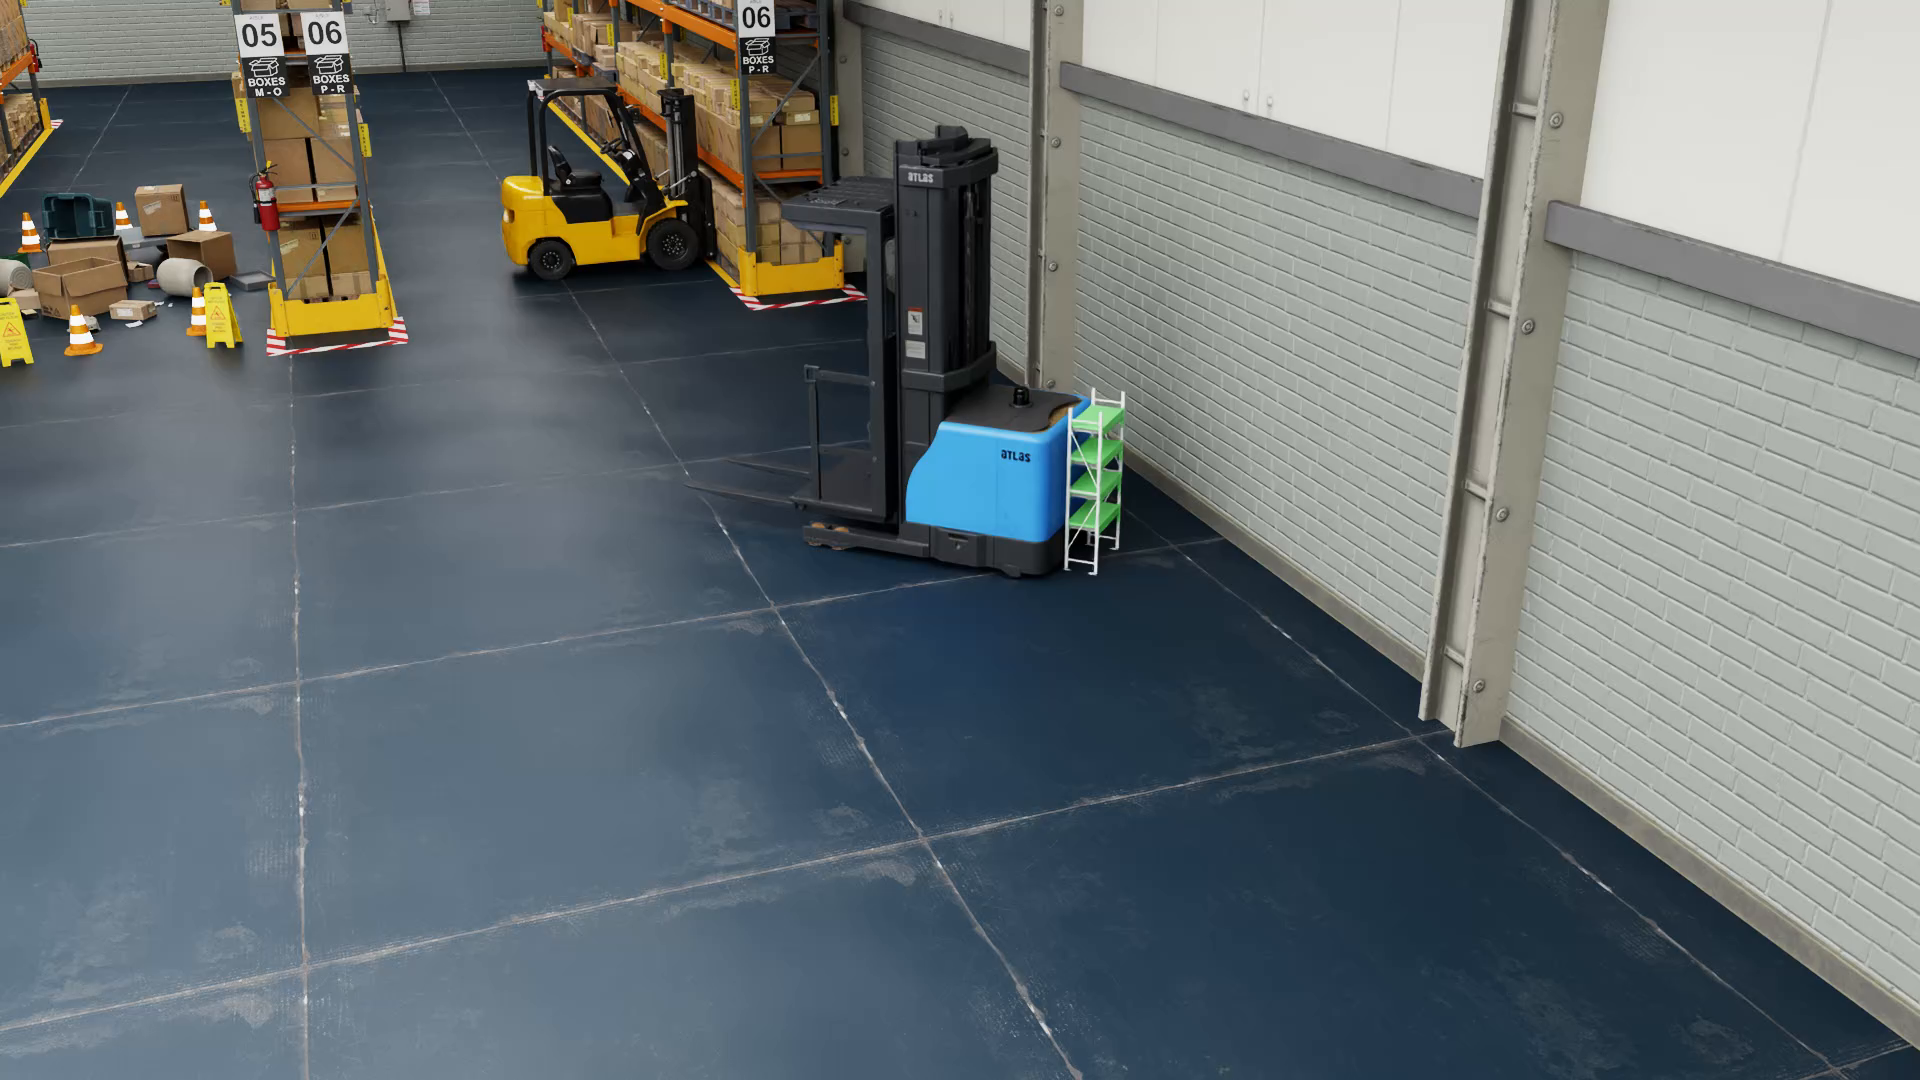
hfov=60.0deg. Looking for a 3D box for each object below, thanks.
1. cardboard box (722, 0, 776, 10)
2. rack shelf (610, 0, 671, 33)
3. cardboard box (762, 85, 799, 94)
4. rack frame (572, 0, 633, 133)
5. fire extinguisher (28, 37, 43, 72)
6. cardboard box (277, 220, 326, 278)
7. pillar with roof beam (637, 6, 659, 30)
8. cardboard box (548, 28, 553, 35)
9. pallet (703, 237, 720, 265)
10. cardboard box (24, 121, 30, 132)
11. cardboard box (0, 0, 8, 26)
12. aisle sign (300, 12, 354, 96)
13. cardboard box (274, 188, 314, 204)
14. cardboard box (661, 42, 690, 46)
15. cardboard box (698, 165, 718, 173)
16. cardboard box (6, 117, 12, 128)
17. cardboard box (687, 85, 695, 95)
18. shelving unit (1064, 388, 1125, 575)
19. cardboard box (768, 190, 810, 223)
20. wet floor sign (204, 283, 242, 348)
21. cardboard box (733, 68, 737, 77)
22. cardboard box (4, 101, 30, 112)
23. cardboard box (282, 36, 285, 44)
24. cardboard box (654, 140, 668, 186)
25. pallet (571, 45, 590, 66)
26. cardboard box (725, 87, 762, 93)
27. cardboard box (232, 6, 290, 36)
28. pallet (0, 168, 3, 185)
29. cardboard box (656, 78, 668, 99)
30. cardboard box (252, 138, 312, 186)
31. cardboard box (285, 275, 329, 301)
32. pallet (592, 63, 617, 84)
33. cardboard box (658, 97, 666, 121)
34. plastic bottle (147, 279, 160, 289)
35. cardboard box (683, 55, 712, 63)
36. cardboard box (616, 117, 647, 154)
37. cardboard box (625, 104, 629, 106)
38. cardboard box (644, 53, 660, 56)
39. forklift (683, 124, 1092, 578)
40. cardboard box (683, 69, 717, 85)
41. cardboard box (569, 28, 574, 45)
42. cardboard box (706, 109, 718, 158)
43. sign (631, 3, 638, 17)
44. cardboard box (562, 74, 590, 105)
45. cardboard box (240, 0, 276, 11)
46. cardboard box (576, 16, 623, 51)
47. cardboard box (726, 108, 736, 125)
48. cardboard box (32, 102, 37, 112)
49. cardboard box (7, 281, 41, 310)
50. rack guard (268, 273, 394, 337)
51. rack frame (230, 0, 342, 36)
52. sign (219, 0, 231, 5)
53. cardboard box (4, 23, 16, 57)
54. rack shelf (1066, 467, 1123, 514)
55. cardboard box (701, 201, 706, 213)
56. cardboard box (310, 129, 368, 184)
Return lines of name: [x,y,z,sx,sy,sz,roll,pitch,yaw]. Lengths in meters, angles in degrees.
cardboard box: [-2.313,-6.072,18.135,0.500,0.500,0.500,-8,24,-17]
rack shelf: [-4.048,-7.508,23.265,1.077,0.370,4.000,-8,24,-19]
cardboard box: [-2.088,-5.196,19.369,0.380,0.149,0.250,-8,24,-19]
rack frame: [-6.168,-8.637,28.880,1.000,3.000,0.127,-8,24,-19]
fire extinguisher: [-16.476,-8.640,29.466,0.296,0.674,0.183,-8,24,-19]
cardboard box: [-7.098,-3.122,17.829,0.500,0.500,0.500,-8,24,-19]
pillar with roof beam: [-9.598,-11.188,27.208,9.100,9.000,0.400,-8,24,-19]
cardboard box: [-7.721,-9.818,32.005,0.380,0.149,0.250,-9,24,-19]
pallet: [-2.665,-3.707,20.773,1.003,0.211,1.213,-8,24,-19]
cardboard box: [-15.913,-6.948,28.003,0.380,0.149,0.250,-8,24,-18]
cardboard box: [-15.863,-8.641,27.089,0.500,0.500,0.500,-9,25,-21]
aisle sign: [-6.259,-4.813,16.459,0.394,0.787,0.004,-8,24,-19]
cardboard box: [-6.903,-3.585,17.218,0.380,0.149,0.250,-8,24,-17]
cardboard box: [-4.253,-7.359,24.883,0.380,0.149,0.250,-8,24,-18]
cardboard box: [-3.107,-4.532,20.854,0.500,0.250,0.500,-7,24,-17]
cardboard box: [-15.375,-6.655,26.541,0.380,0.149,0.250,-7,24,-16]
cardboard box: [-3.155,-5.543,20.576,0.380,0.149,0.250,-9,24,-20]
shelving unit: [0.947,-0.413,11.685,0.258,1.200,0.503,9,25,21]
cardboard box: [-1.921,-3.865,19.270,0.500,0.250,0.500,-9,24,-20]
wet floor sign: [-7.505,-2.294,16.862,0.267,0.644,0.232,0,23,-1]
cardboard box: [-2.643,-5.864,20.955,0.380,0.149,0.250,-9,24,-20]
cardboard box: [-15.970,-7.320,28.119,0.380,0.149,0.250,-7,24,-17]
cardboard box: [-7.139,-5.140,17.043,0.380,0.149,0.250,-8,24,-17]
cardboard box: [-3.803,-5.301,23.481,0.875,0.625,0.625,-9,24,-20]
pallet: [-5.988,-8.243,28.193,1.003,0.211,1.213,-8,24,-19]
cardboard box: [-2.505,-5.138,19.231,0.380,0.149,0.250,-8,24,-19]
cardboard box: [-7.004,-5.194,16.659,0.500,0.250,0.500,-9,24,-20]
pallet: [-14.694,-5.227,24.380,1.003,0.211,1.213,-8,24,-19]
cardboard box: [-3.754,-6.035,22.256,0.500,0.250,0.500,-9,24,-20]
cardboard box: [-7.020,-3.937,17.217,0.500,0.500,0.500,-9,24,-20]
cardboard box: [-7.117,-2.787,17.999,0.500,0.250,0.500,-8,24,-19]
pallet: [-5.060,-7.332,26.031,1.213,0.211,1.003,-8,24,-19]
cardboard box: [-3.764,-5.809,22.362,0.500,0.250,0.500,-8,24,-18]
plastic bottle: [-9.283,-2.968,19.213,0.133,0.061,0.283,-4,23,-10]
cardboard box: [-3.666,-6.703,23.328,0.380,0.149,0.250,-9,24,-19]
cardboard box: [-5.105,-6.350,26.131,0.500,0.500,0.500,-8,24,-17]
cardboard box: [-5.343,-6.866,26.520,0.380,0.149,0.250,-9,25,-21]
cardboard box: [-4.270,-6.824,23.614,0.380,0.149,0.250,-8,24,-19]
forklift: [-0.593,-1.451,11.919,3.031,2.935,1.130,10,25,22]
cardboard box: [-3.236,-5.774,20.741,0.380,0.149,0.250,-8,24,-18]
cardboard box: [-6.576,-8.857,29.211,0.500,0.250,0.500,-8,24,-18]
cardboard box: [-2.704,-4.842,19.747,0.500,0.500,0.500,-9,24,-20]
sign: [-5.650,-9.248,28.839,0.100,0.325,0.005,-8,24,-19]
cardboard box: [-7.095,-8.375,30.937,0.500,0.500,0.500,-8,24,-18]
cardboard box: [-6.967,-5.311,16.423,0.380,0.149,0.250,-8,24,-18]
cardboard box: [-6.023,-8.482,27.843,0.700,0.500,0.500,-8,24,-18]
cardboard box: [-2.431,-4.798,18.808,0.380,0.149,0.250,-8,24,-18]
cardboard box: [-16.365,-7.557,29.064,0.380,0.149,0.250,-9,24,-20]
cardboard box: [-10.249,-2.700,18.315,0.396,0.266,0.258,-4,23,-10]
rack guard: [-6.598,-2.470,17.467,1.175,0.500,0.348,-8,24,-19]
rack frame: [-6.571,-6.359,15.751,1.000,3.000,0.127,-8,24,-19]
sign: [-7.097,-5.316,15.999,0.100,0.325,0.005,-8,24,-19]
cardboard box: [-15.887,-8.194,27.318,0.500,0.500,0.500,-7,24,-16]
rack shelf: [0.947,-0.354,11.710,0.258,0.148,0.480,9,25,21]
cardboard box: [-2.935,-4.119,20.515,0.500,0.250,0.500,-8,24,-19]
cardboard box: [-6.479,-3.988,17.338,0.500,0.500,0.500,-9,24,-20]
